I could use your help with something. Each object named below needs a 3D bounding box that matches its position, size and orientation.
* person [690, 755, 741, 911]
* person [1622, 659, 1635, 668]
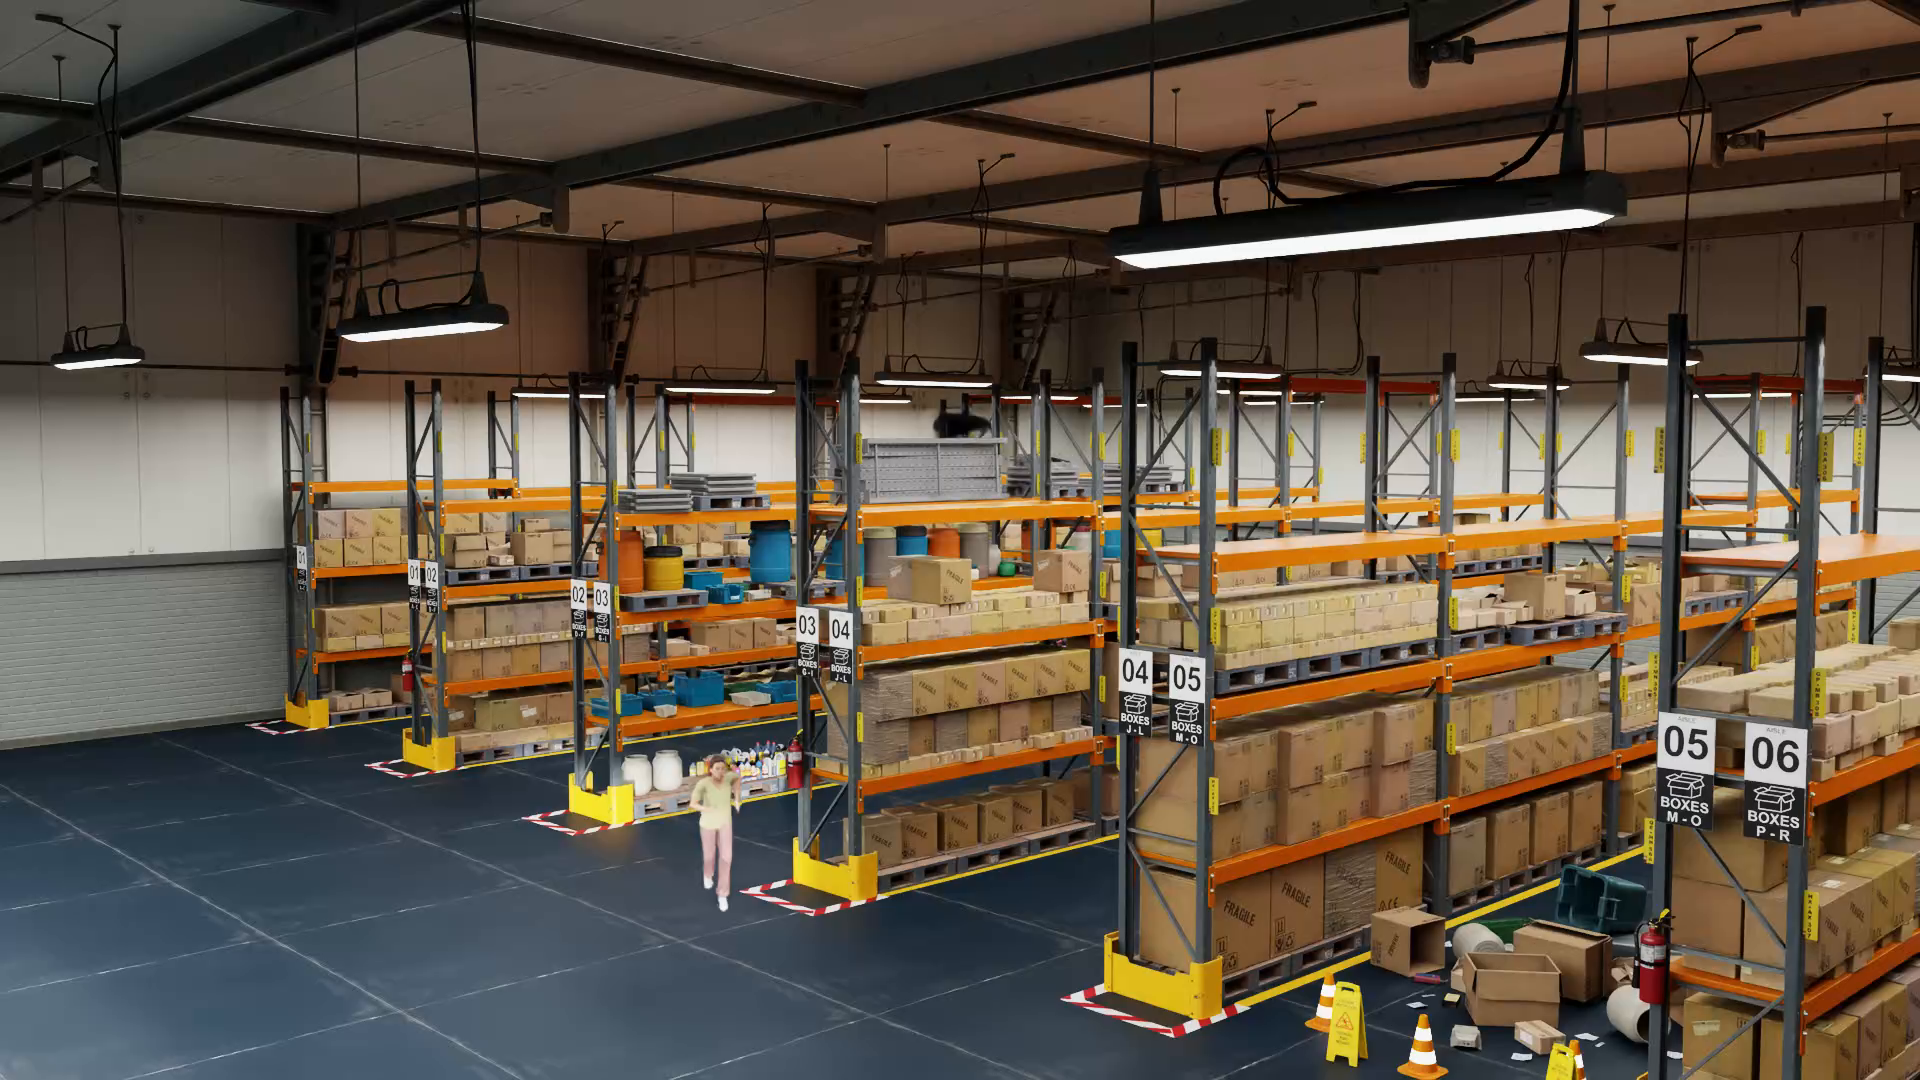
[{"bbox_3d":[-2.711,3.188,18.403,0.606,1.691,0.931,-1,4,-20],"label":"person"},{"bbox_3d":[10.225,2.661,25.558,0.919,1.702,0.578,-3,5,-40],"label":"person"}]
